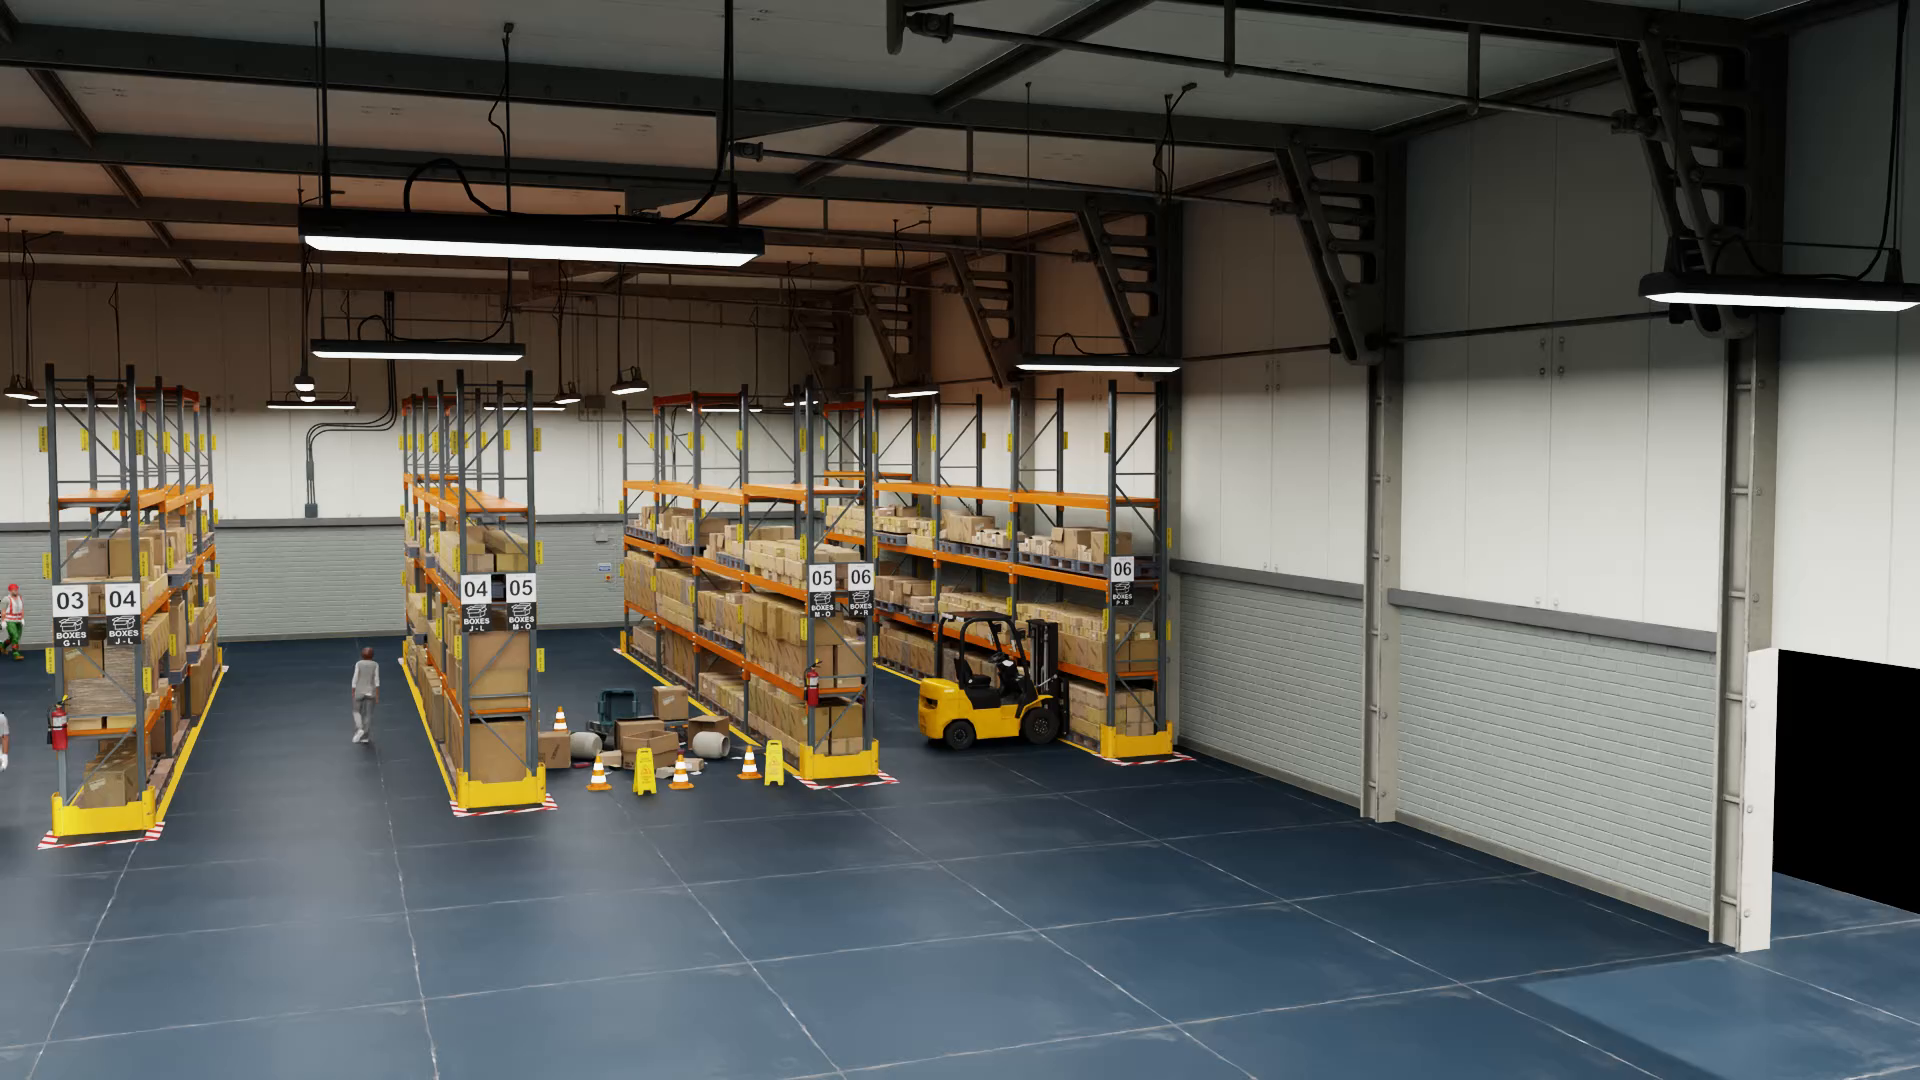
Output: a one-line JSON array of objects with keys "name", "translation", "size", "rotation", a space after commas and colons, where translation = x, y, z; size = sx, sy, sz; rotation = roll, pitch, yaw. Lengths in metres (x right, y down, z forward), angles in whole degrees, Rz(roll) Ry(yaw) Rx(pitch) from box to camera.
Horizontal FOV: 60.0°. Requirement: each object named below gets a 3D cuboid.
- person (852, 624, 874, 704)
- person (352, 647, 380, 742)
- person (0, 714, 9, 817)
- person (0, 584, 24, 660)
[{"name": "person", "translation": [-1.822, 2.306, 30.480], "size": [0.614, 1.508, 0.717], "rotation": [-1, 4, -19]}, {"name": "person", "translation": [-9.880, 2.581, 27.646], "size": [0.444, 1.597, 0.481], "rotation": [-1, 4, -18]}, {"name": "person", "translation": [-12.560, 2.881, 21.382], "size": [0.576, 1.829, 0.621], "rotation": [-2, 4, -25]}, {"name": "person", "translation": [-21.923, 1.847, 38.417], "size": [0.933, 1.696, 0.547], "rotation": [1, 4, 20]}]
